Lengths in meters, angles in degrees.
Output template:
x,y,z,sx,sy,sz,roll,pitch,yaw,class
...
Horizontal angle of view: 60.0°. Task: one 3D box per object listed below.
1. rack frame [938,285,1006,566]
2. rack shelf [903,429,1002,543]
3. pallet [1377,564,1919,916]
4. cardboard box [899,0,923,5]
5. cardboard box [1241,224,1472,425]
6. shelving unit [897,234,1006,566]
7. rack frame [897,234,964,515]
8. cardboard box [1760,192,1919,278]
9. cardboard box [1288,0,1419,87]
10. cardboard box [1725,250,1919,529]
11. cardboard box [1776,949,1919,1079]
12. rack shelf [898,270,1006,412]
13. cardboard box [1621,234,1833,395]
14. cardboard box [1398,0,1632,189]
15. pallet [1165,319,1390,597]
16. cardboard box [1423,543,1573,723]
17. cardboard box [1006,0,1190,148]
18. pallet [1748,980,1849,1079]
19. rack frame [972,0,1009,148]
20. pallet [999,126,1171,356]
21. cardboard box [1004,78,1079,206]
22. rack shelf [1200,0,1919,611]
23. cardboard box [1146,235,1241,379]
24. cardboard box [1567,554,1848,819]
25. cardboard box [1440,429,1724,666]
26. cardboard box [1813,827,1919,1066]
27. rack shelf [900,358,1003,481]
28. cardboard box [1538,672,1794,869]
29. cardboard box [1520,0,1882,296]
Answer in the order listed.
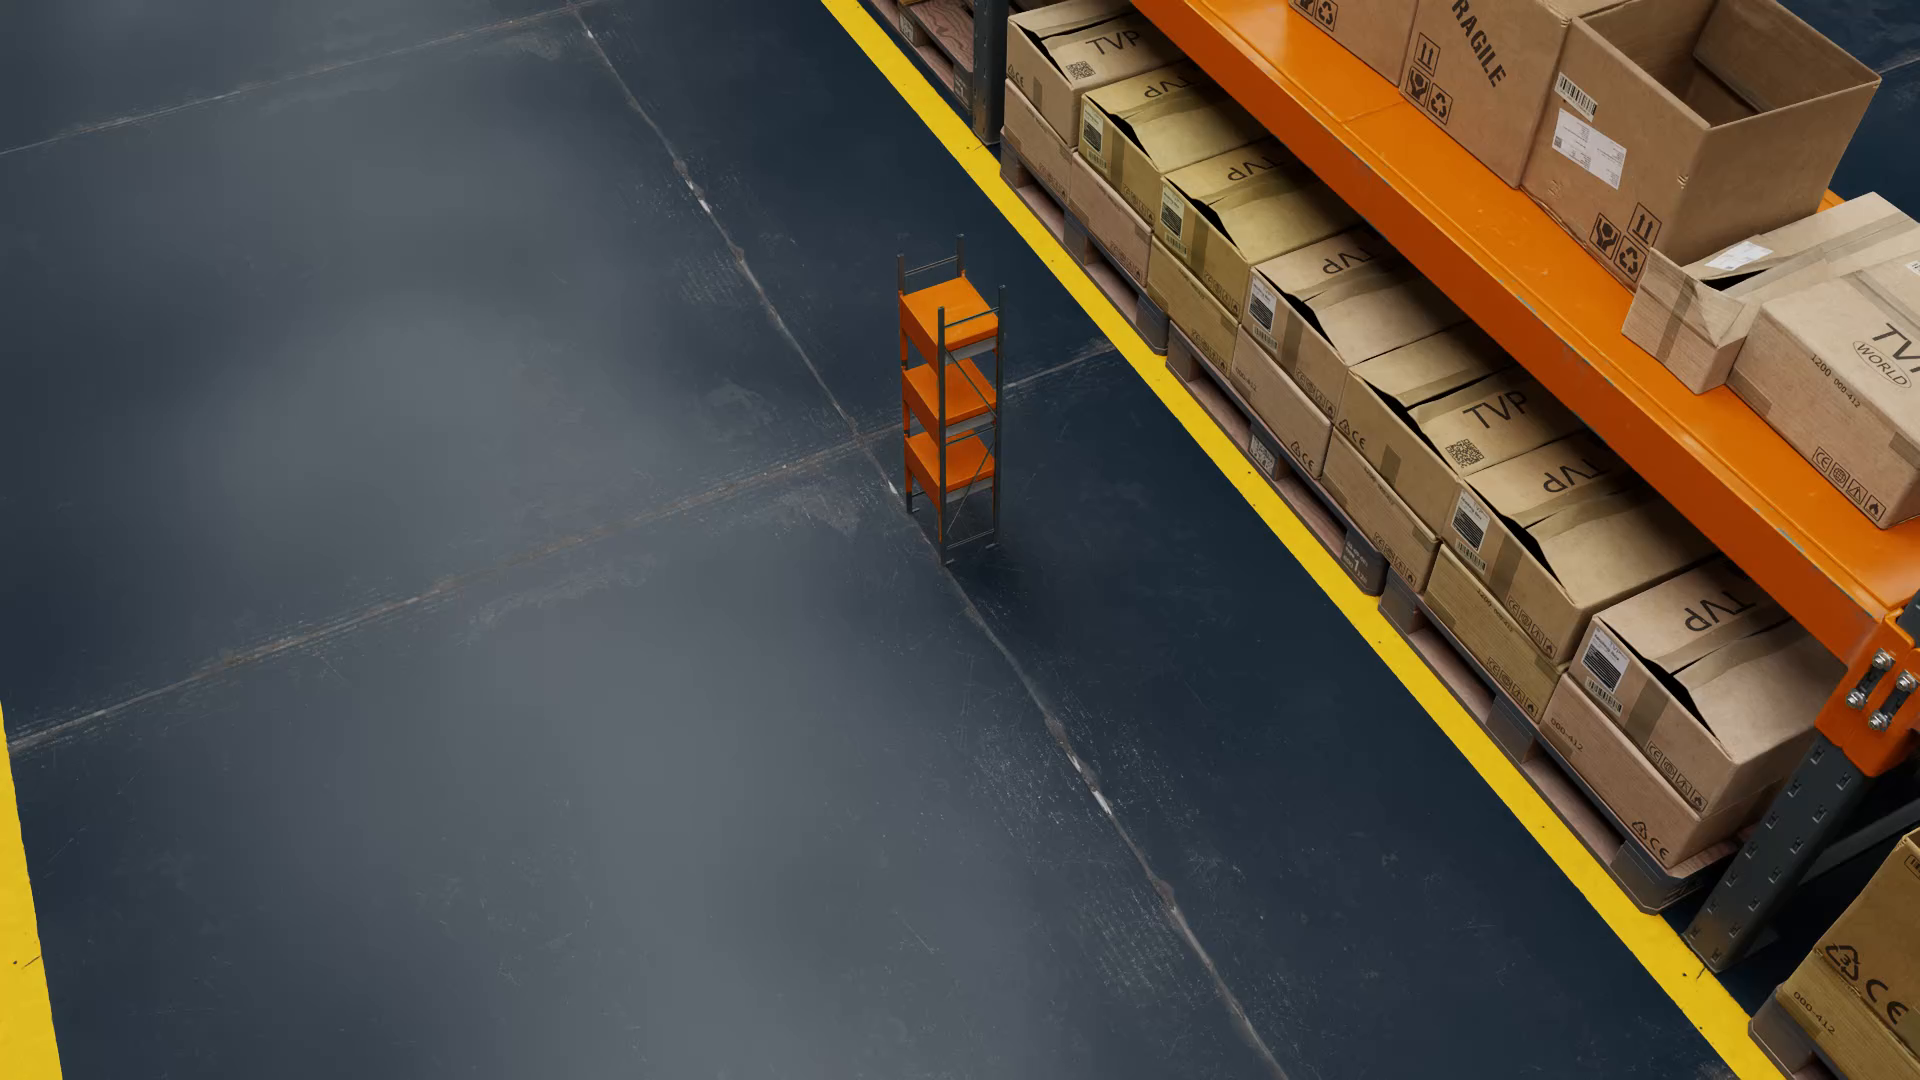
x,y,z,sx,sy,sz,roll,pitch,yaw,class
0.031,-0.300,4.815,0.200,1.050,0.008,-21,52,-18,rack frame
-0.024,-0.191,5.103,0.215,0.259,0.240,-21,52,-18,rack shelf
1.980,0.357,4.797,1.003,0.211,1.213,-21,52,-18,pallet
-0.115,-2.625,6.922,0.500,0.500,0.500,-19,52,-16,cardboard box
1.215,-0.690,5.036,0.500,0.311,0.500,-22,52,-18,cardboard box
-0.024,-0.381,4.886,0.215,1.050,0.252,-21,52,-18,shelving unit
-0.080,-0.463,4.958,0.200,1.050,0.008,-21,52,-18,rack frame
2.128,-0.662,4.003,0.380,0.149,0.250,-21,52,-18,cardboard box
1.304,-1.674,4.655,0.500,0.500,0.500,-24,53,-19,cardboard box
2.088,-0.346,3.660,0.500,0.250,0.500,-18,51,-15,cardboard box
2.295,1.101,3.842,0.500,0.250,0.500,-21,52,-18,cardboard box
-0.024,-0.561,4.681,0.215,0.259,0.240,-21,52,-18,rack shelf
1.787,-0.562,3.838,0.396,0.266,0.258,-22,52,-18,cardboard box
1.545,-1.322,4.347,0.500,0.500,0.500,-21,52,-17,cardboard box
1.418,-0.460,5.512,1.003,0.211,1.213,-21,52,-18,pallet
1.675,0.169,4.657,0.500,0.250,0.500,-22,52,-18,cardboard box
0.500,-1.724,5.940,0.500,0.311,0.500,-20,52,-16,cardboard box
2.679,1.383,3.900,1.003,0.211,1.213,-21,52,-18,pallet
0.522,-2.758,5.670,1.000,3.000,0.127,-21,52,-18,rack frame
0.864,-1.276,6.226,1.003,0.211,1.213,-21,52,-18,pallet
0.500,-1.540,6.152,0.500,0.250,0.500,-21,52,-18,cardboard box
1.437,-1.247,4.696,0.919,0.124,3.809,-21,52,-18,rack shelf
0.974,-0.858,5.555,0.500,0.250,0.500,-22,53,-18,cardboard box
1.912,0.329,4.145,0.500,0.311,0.500,-21,52,-18,cardboard box
1.668,-0.017,4.447,0.500,0.311,0.500,-20,52,-17,cardboard box
2.286,0.857,3.557,0.500,0.500,0.500,-21,52,-18,cardboard box
-0.024,-0.374,4.894,0.215,0.259,0.240,-21,52,-18,rack shelf
1.905,0.508,4.361,0.500,0.250,0.500,-22,52,-18,cardboard box
1.774,-0.986,4.053,0.500,0.500,0.500,-18,51,-15,cardboard box
